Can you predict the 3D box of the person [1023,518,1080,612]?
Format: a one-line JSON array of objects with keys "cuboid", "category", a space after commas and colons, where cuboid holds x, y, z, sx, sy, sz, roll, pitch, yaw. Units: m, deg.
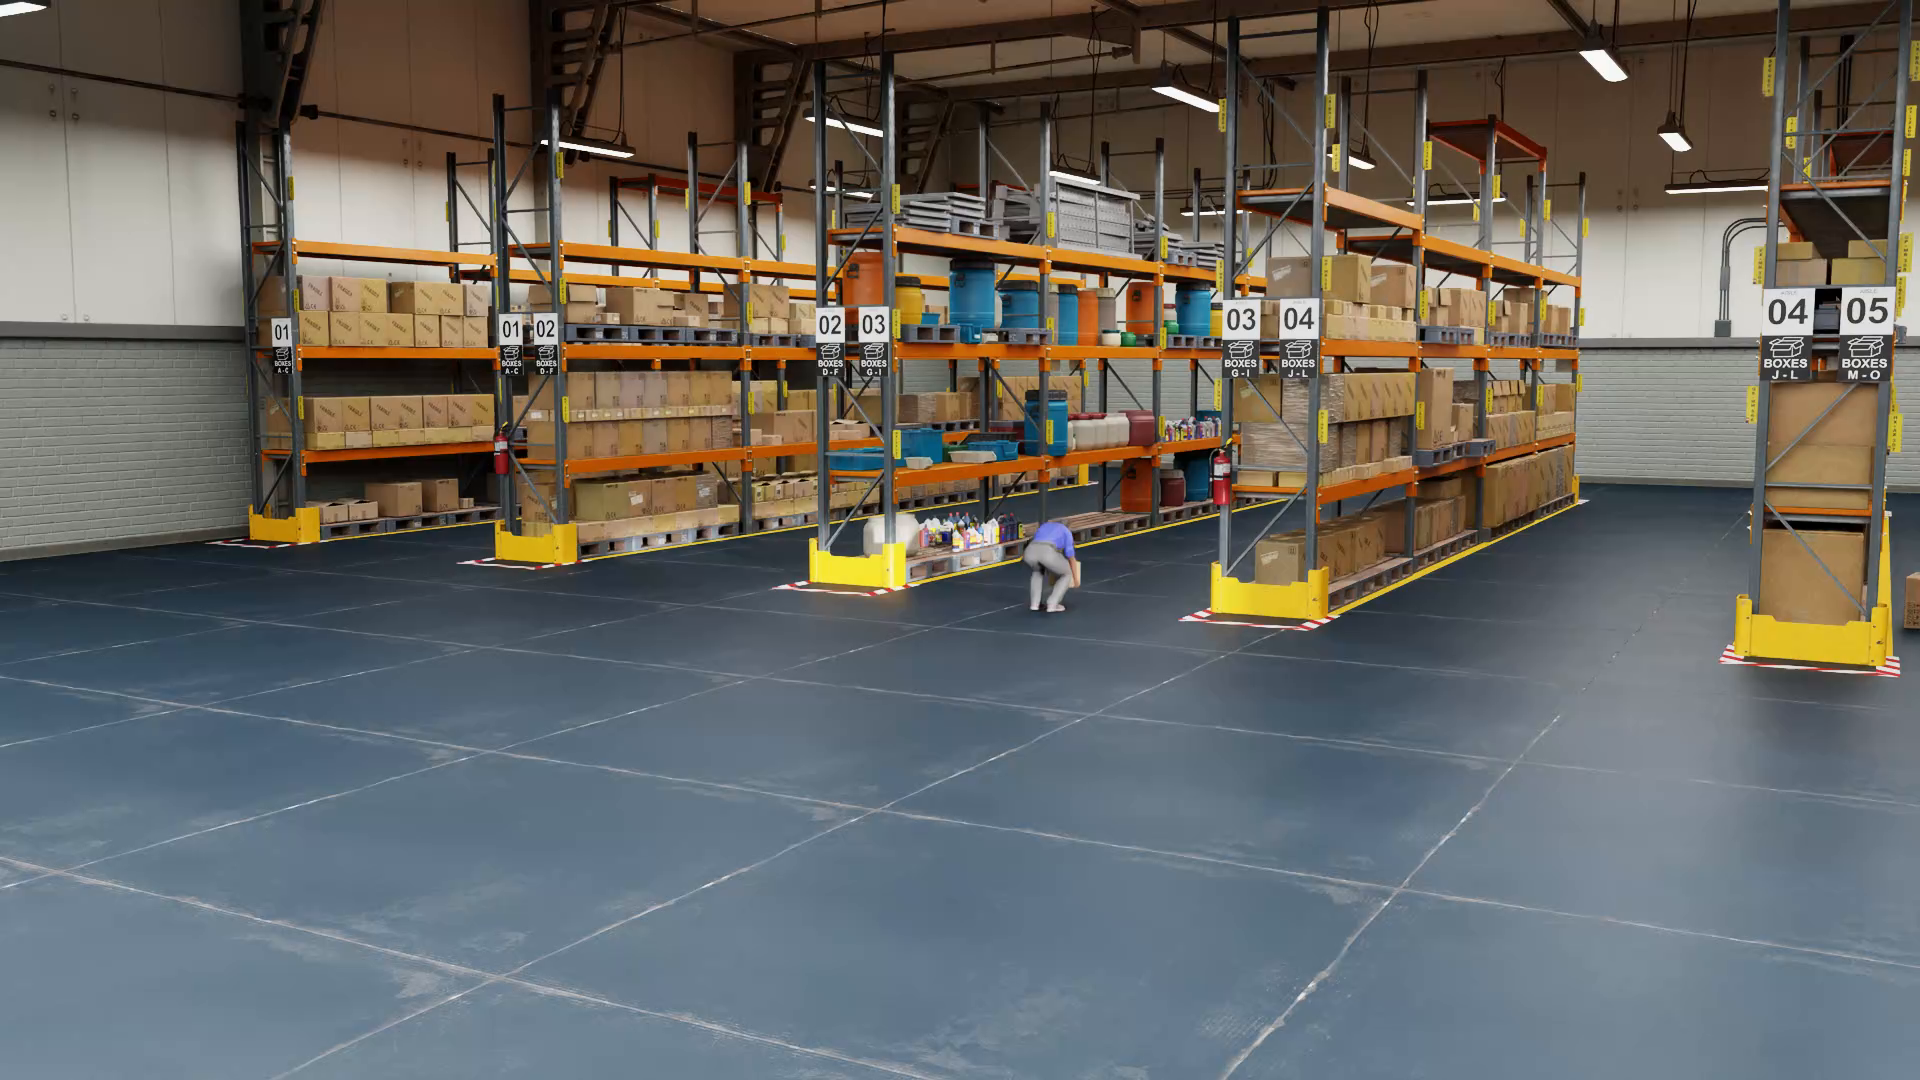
[{"cuboid": [0.956, 0.257, 17.398, 0.456, 0.941, 0.865, 3, 7, 26], "category": "person"}]
